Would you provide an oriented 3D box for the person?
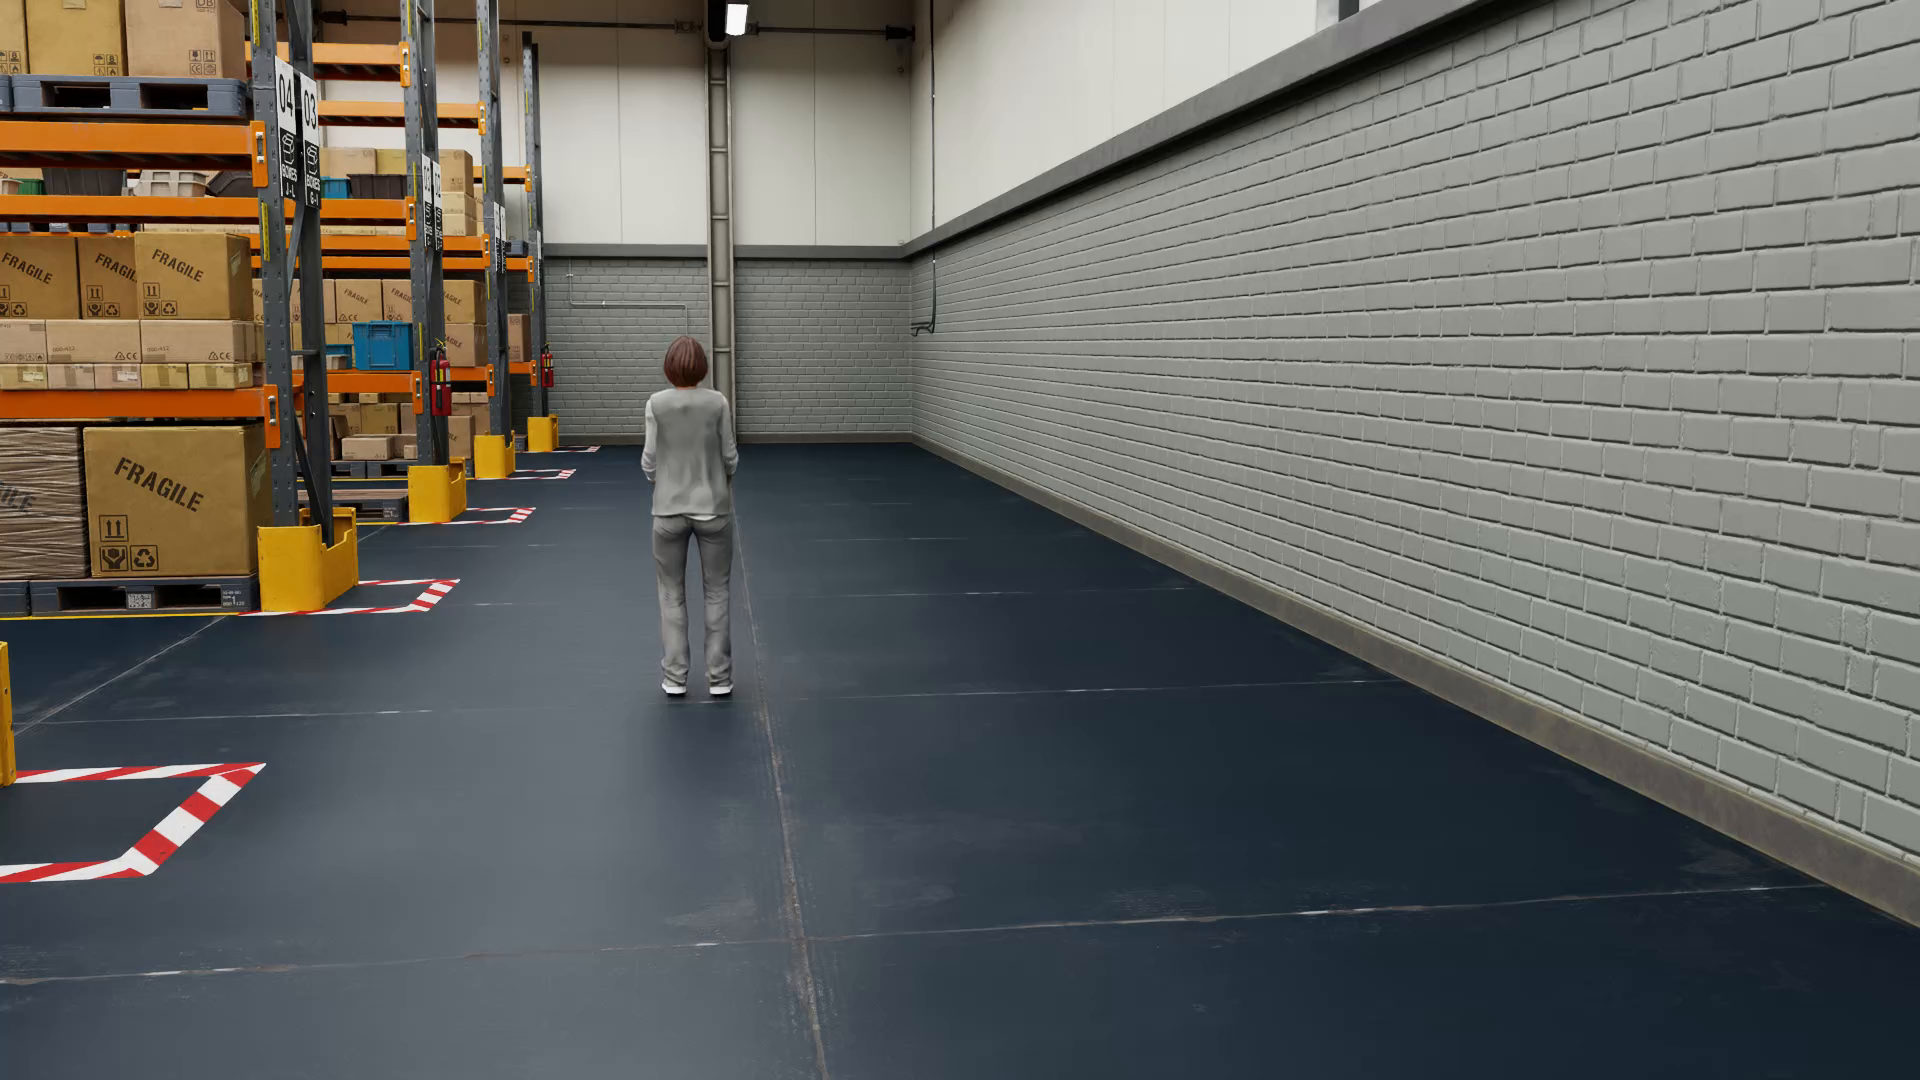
[{"bbox_3d":[-1.205,-0.099,7.459,0.425,1.570,0.489,-1,7,-9],"label":"person"}]
